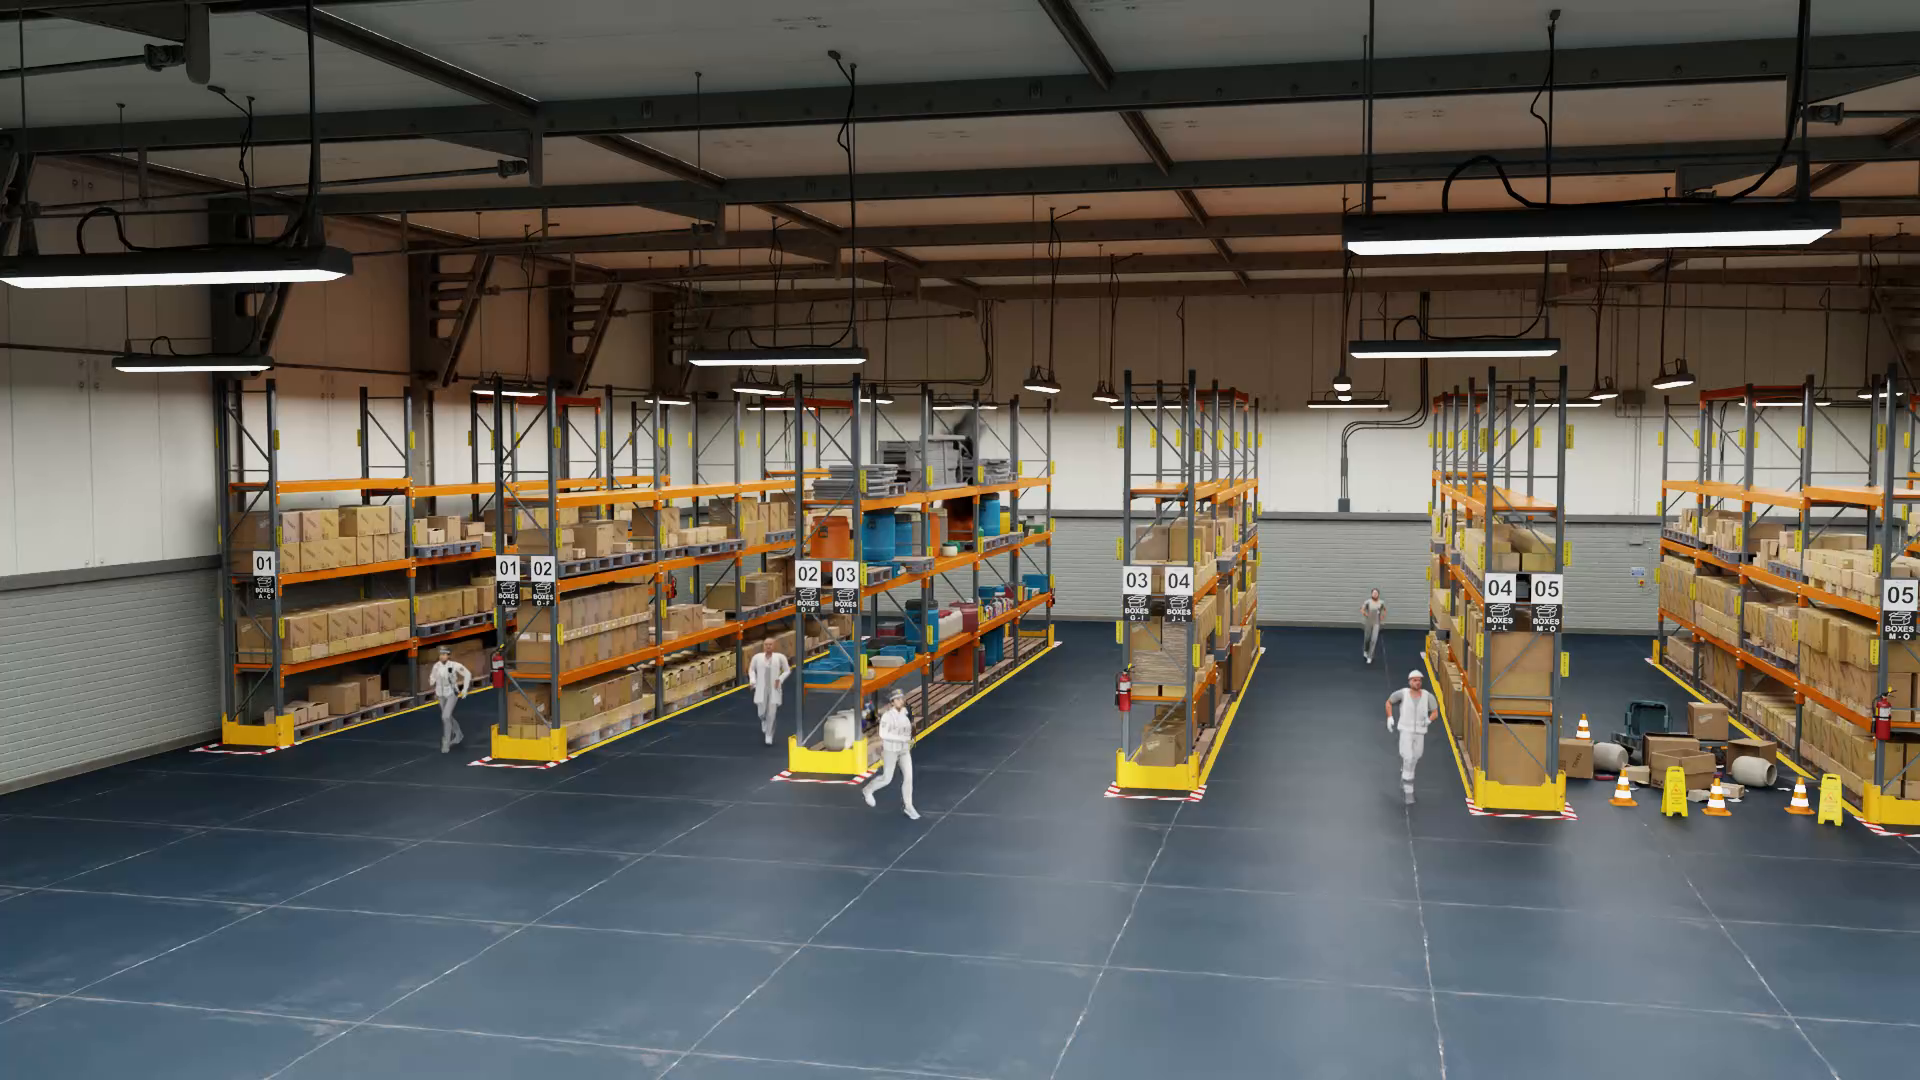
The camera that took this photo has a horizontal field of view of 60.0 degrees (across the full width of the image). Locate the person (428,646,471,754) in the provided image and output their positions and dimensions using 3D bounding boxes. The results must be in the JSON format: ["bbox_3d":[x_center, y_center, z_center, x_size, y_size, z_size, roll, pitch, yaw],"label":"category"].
[{"bbox_3d":[-8.281,2.554,26.939,0.635,1.727,0.810,1,4,17],"label":"person"}]

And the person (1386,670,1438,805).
[{"bbox_3d":[6.324,2.716,23.214,0.675,1.823,0.899,0,3,-1],"label":"person"}]

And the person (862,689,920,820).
[{"bbox_3d":[-0.880,2.823,22.217,0.623,1.714,0.935,-3,5,-43],"label":"person"}]

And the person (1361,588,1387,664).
[{"bbox_3d":[9.348,1.922,37.582,0.579,1.676,0.871,1,4,14],"label":"person"}]

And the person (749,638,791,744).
[{"bbox_3d":[-3.165,2.531,27.587,0.709,1.655,0.640,0,3,0],"label":"person"}]
